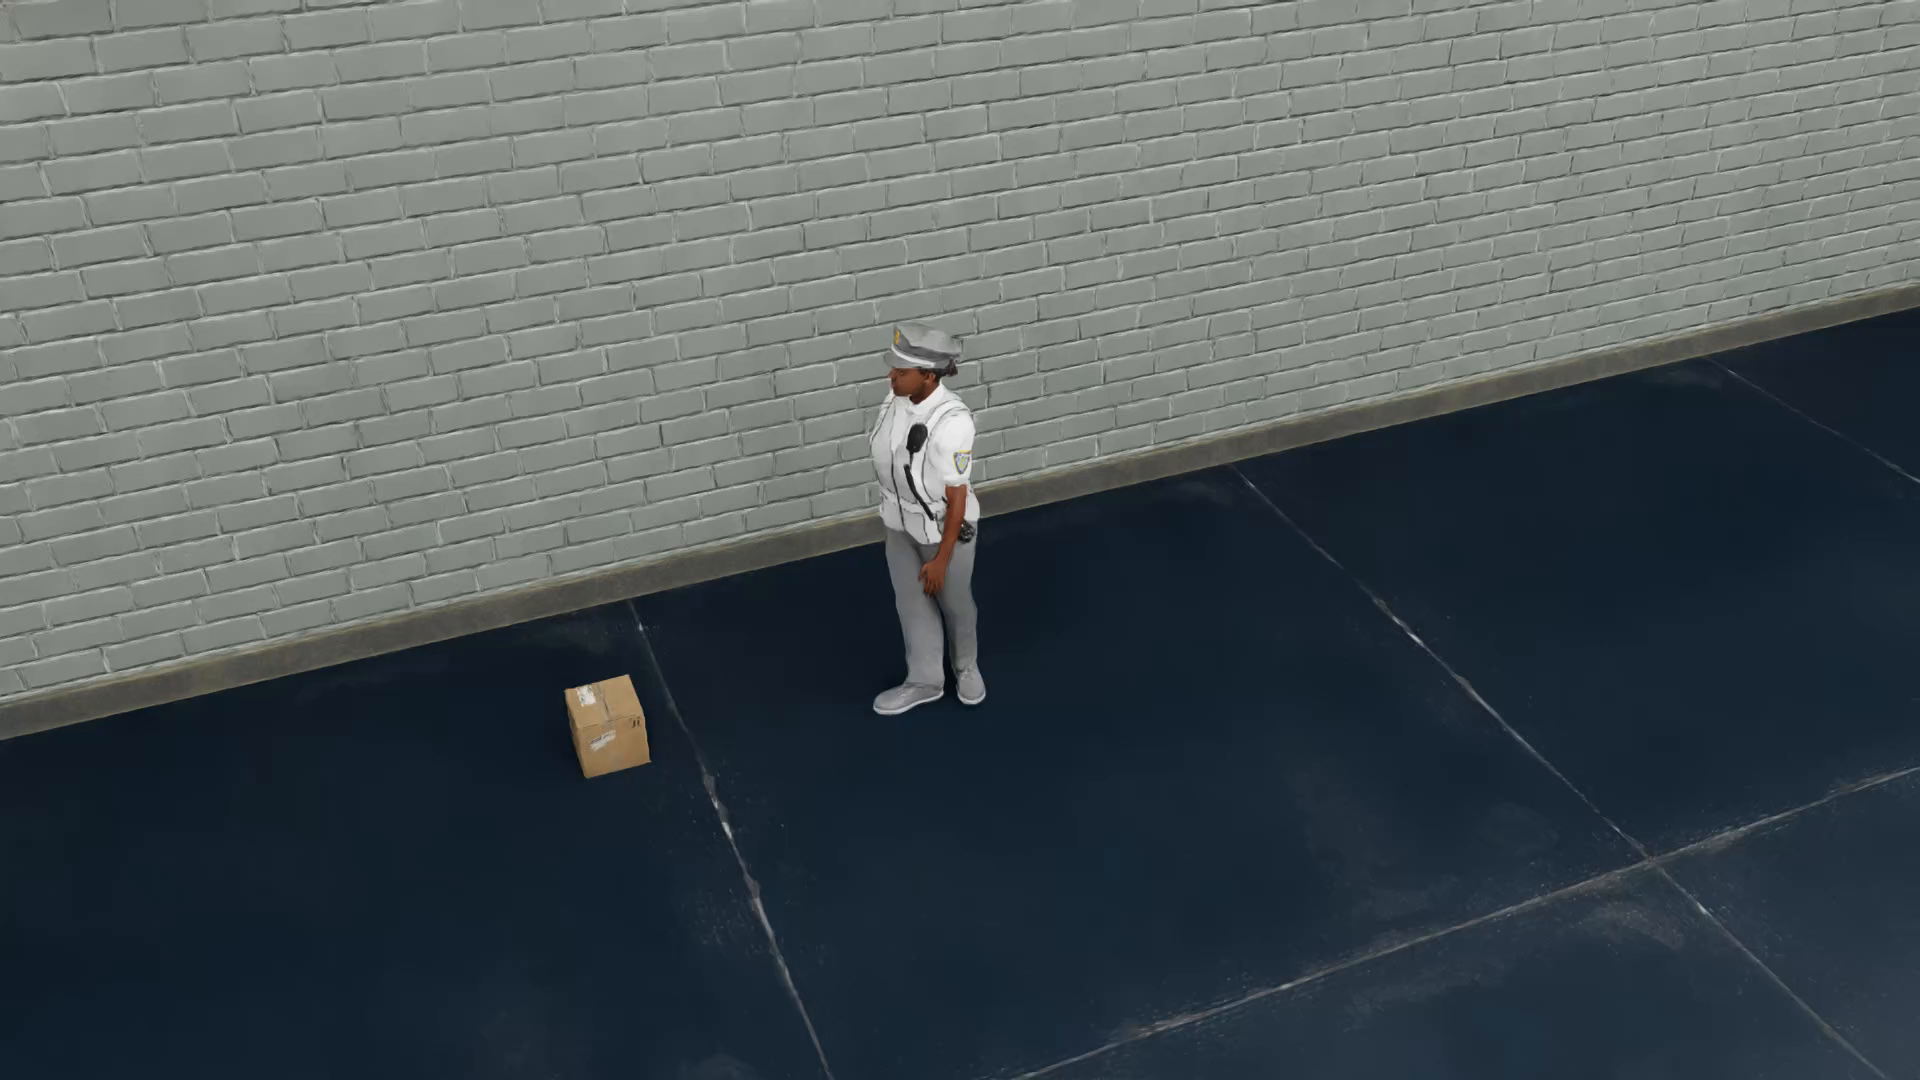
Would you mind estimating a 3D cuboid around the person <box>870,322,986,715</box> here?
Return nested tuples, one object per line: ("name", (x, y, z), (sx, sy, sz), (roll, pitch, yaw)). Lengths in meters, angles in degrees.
("person", (-0.091, -0.061, 6.205), (0.449, 1.695, 0.472), (27, 42, 34))
